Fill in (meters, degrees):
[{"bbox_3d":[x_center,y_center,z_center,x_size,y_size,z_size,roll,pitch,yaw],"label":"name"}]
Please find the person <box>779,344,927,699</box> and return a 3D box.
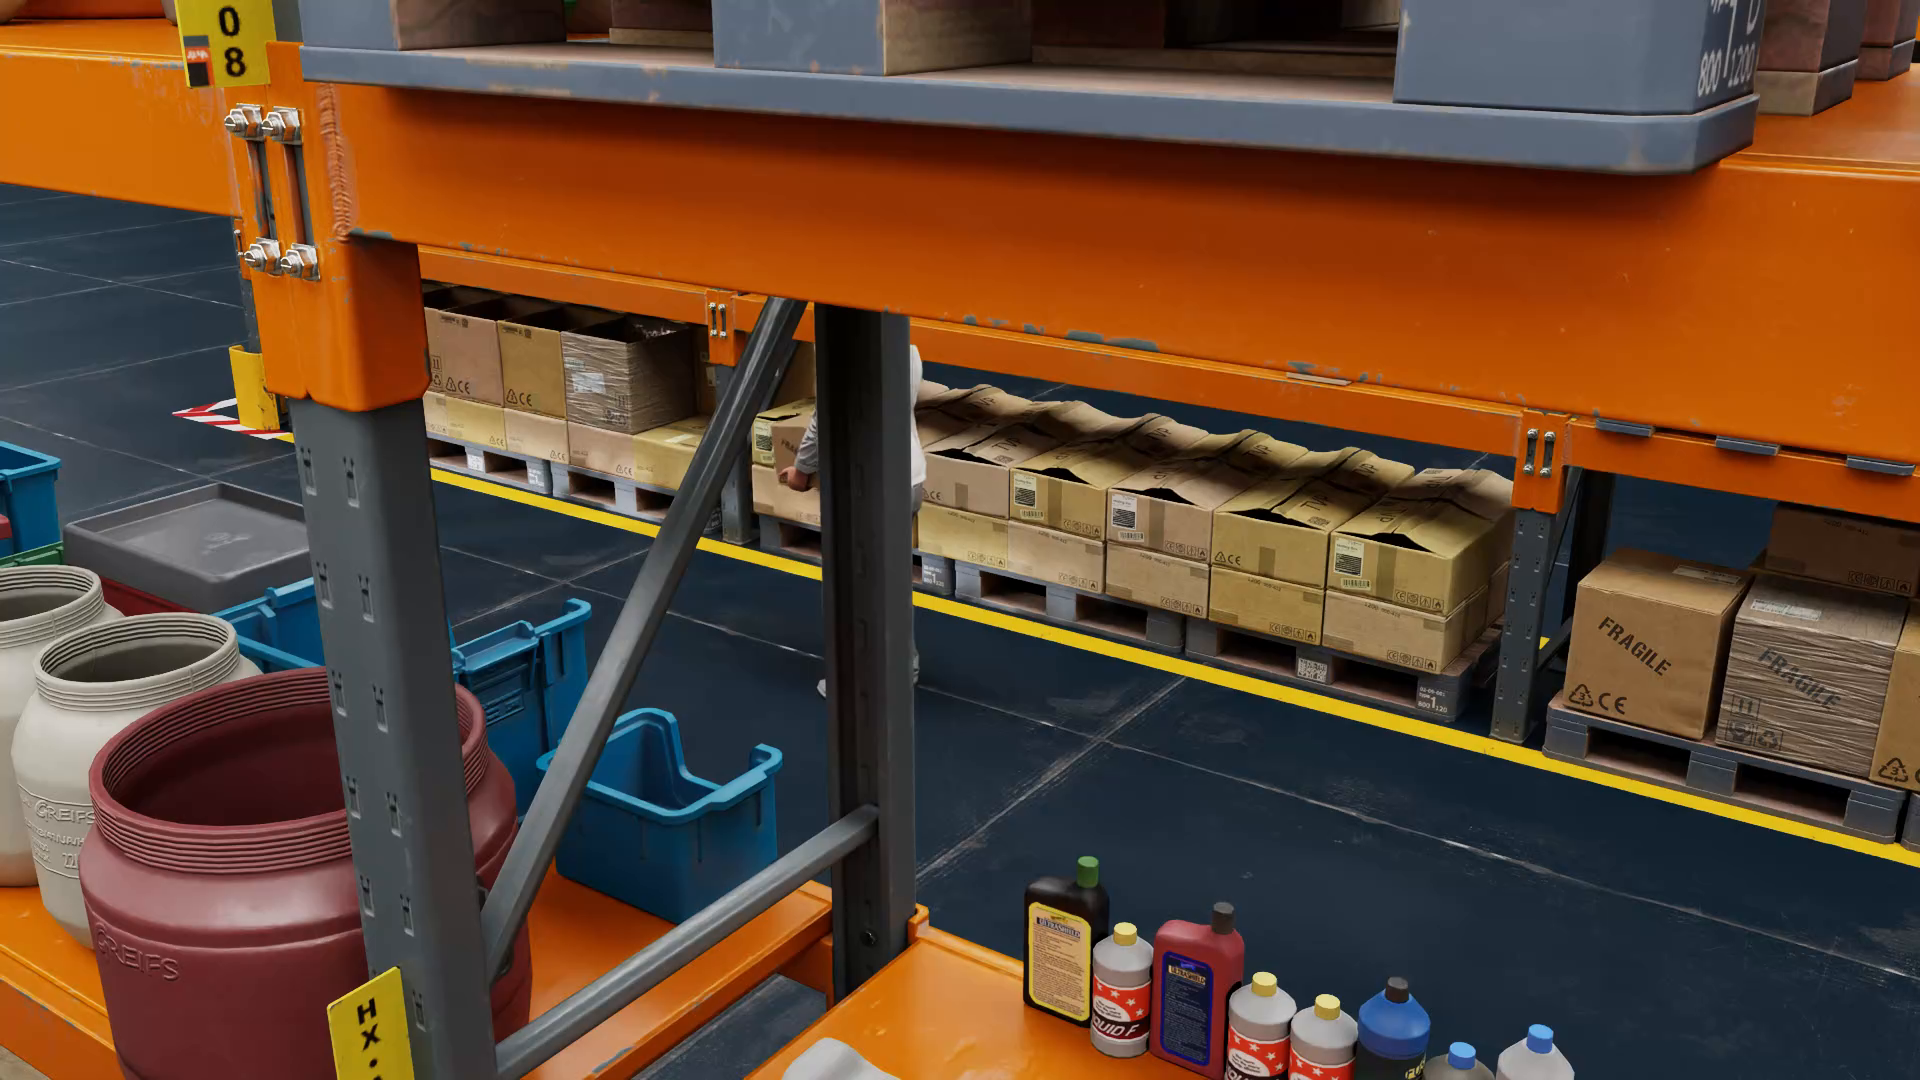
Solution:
[{"bbox_3d":[-0.435,-0.220,6.654,0.558,1.772,0.495,13,23,32],"label":"person"}]
